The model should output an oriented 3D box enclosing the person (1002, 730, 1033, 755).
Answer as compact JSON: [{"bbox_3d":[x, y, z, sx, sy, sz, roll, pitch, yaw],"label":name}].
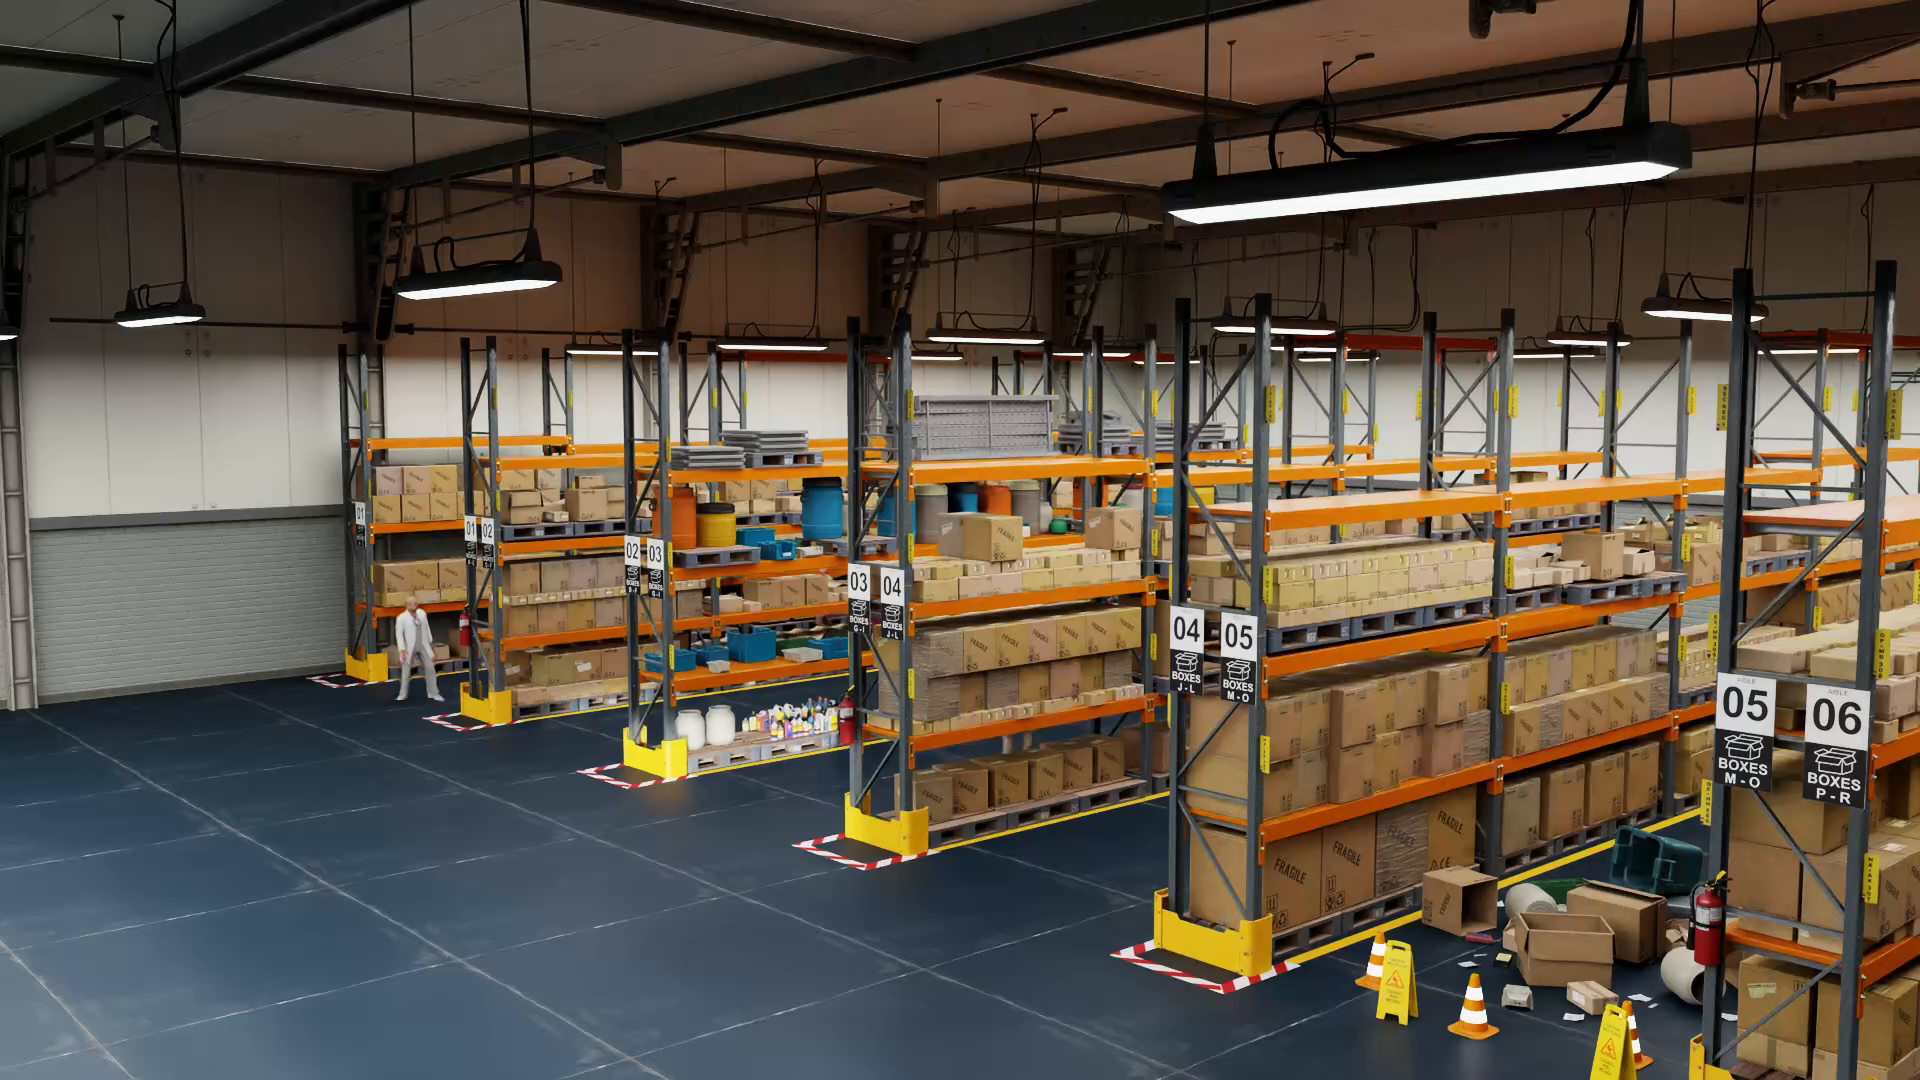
[{"bbox_3d":[0.742,2.341,22.361,0.586,1.804,0.538,1,5,9],"label":"person"}]

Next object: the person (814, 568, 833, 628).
[{"bbox_3d":[-2.895,1.270,34.406,0.414,1.625,1.001,4,7,40],"label":"person"}]

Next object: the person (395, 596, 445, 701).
[{"bbox_3d":[-9.064,1.824,27.742,0.729,1.805,0.636,-4,6,-36],"label":"person"}]
